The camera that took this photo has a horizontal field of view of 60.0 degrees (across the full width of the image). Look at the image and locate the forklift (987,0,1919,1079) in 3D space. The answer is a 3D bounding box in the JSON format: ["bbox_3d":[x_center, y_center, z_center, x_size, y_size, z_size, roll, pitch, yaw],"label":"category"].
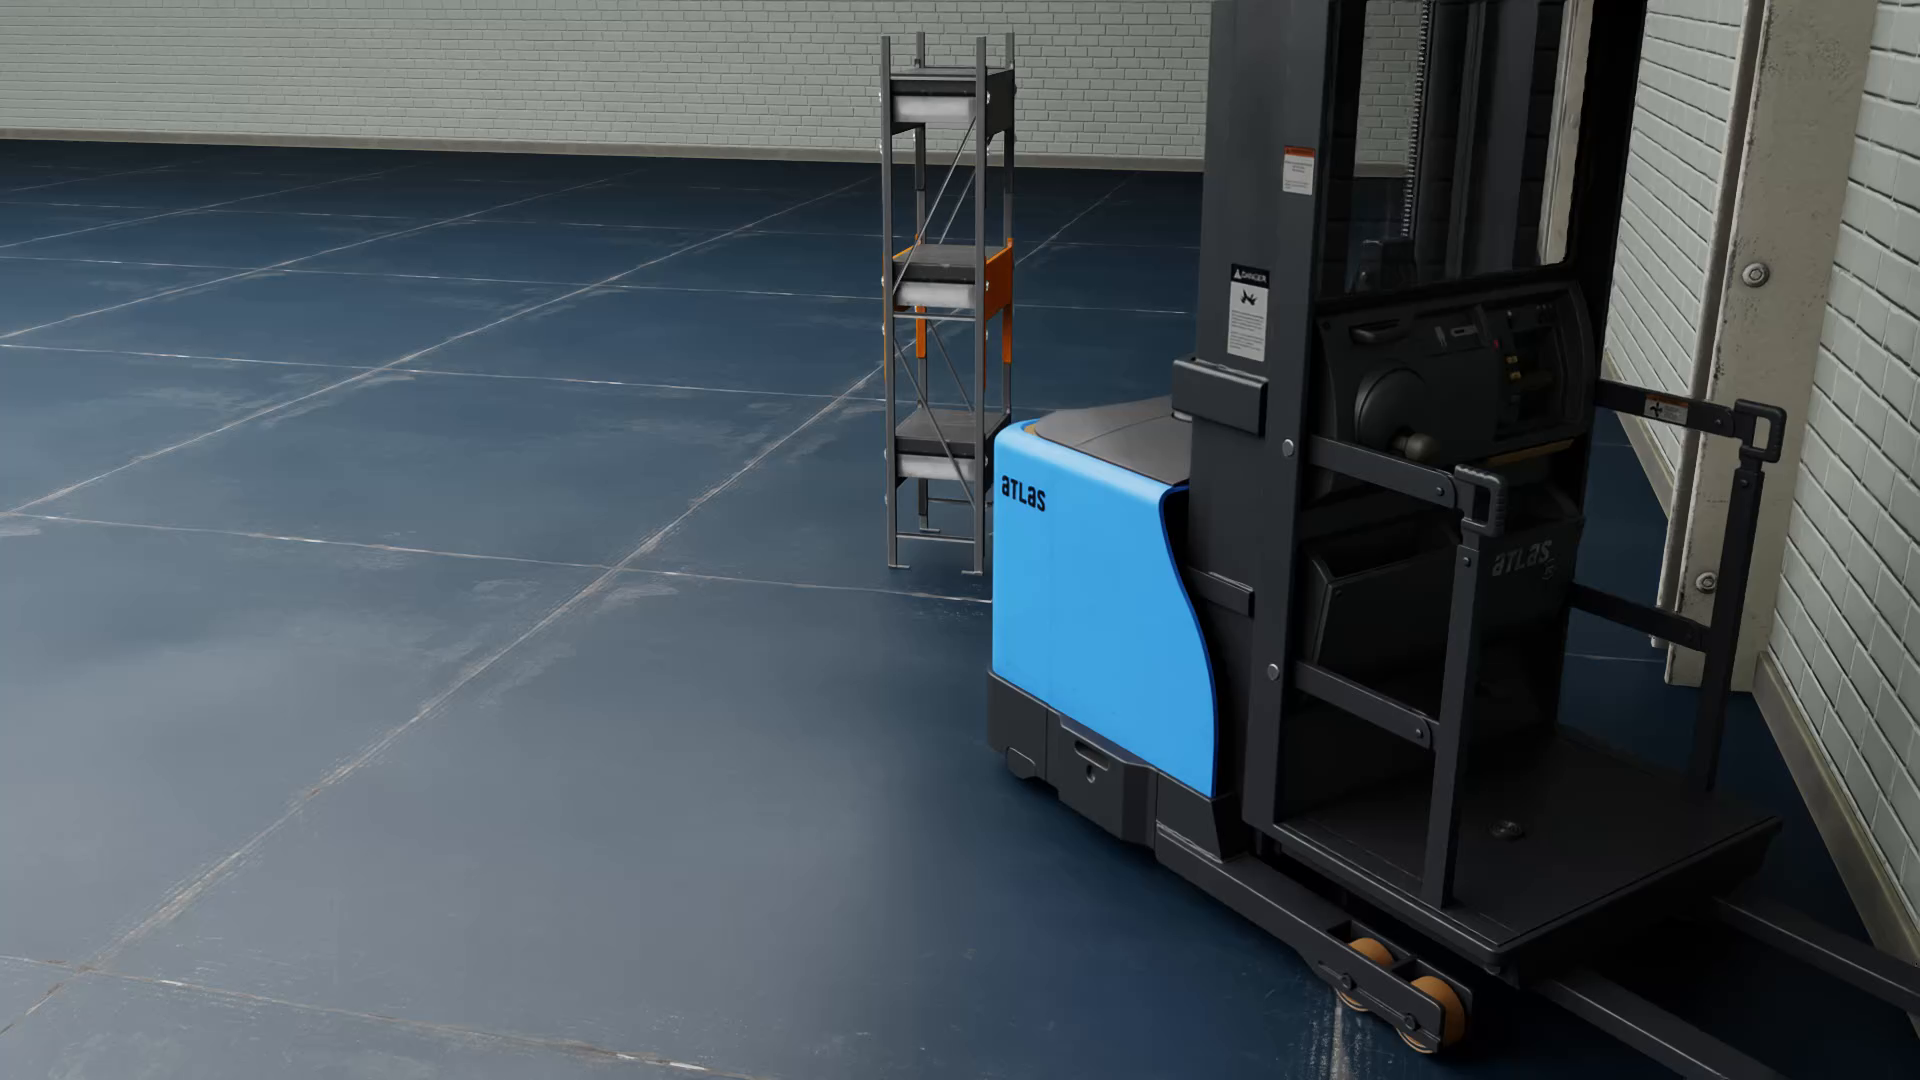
[{"bbox_3d":[1.323,-0.398,3.819,1.130,2.935,3.031,-12,22,-32],"label":"forklift"}]

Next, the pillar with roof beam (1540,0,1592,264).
[{"bbox_3d":[-0.074,-6.033,10.927,9.100,9.000,0.400,5,19,13],"label":"pillar with roof beam"}]

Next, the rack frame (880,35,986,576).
[{"bbox_3d":[-0.100,-0.865,6.472,0.400,2.100,0.015,5,19,13],"label":"rack frame"}]

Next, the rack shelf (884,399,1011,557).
[{"bbox_3d":[-0.040,-0.266,6.927,0.431,0.518,0.480,5,19,13],"label":"rack shelf"}]

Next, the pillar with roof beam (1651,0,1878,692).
[{"bbox_3d":[-1.540,-4.152,5.421,9.100,9.000,0.400,5,19,13],"label":"pillar with roof beam"}]

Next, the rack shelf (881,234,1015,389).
[{"bbox_3d":[-0.040,-0.929,6.701,0.431,0.518,0.480,5,19,13],"label":"rack shelf"}]

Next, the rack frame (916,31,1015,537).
[{"bbox_3d":[0.019,-1.018,6.920,0.400,2.100,0.015,5,19,13],"label":"rack frame"}]

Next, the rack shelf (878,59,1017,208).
[{"bbox_3d":[-0.040,-1.591,6.474,0.431,0.518,0.480,5,19,13],"label":"rack shelf"}]

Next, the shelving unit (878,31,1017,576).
[{"bbox_3d":[-0.040,-0.942,6.696,0.431,2.100,0.503,5,19,13],"label":"shelving unit"}]
